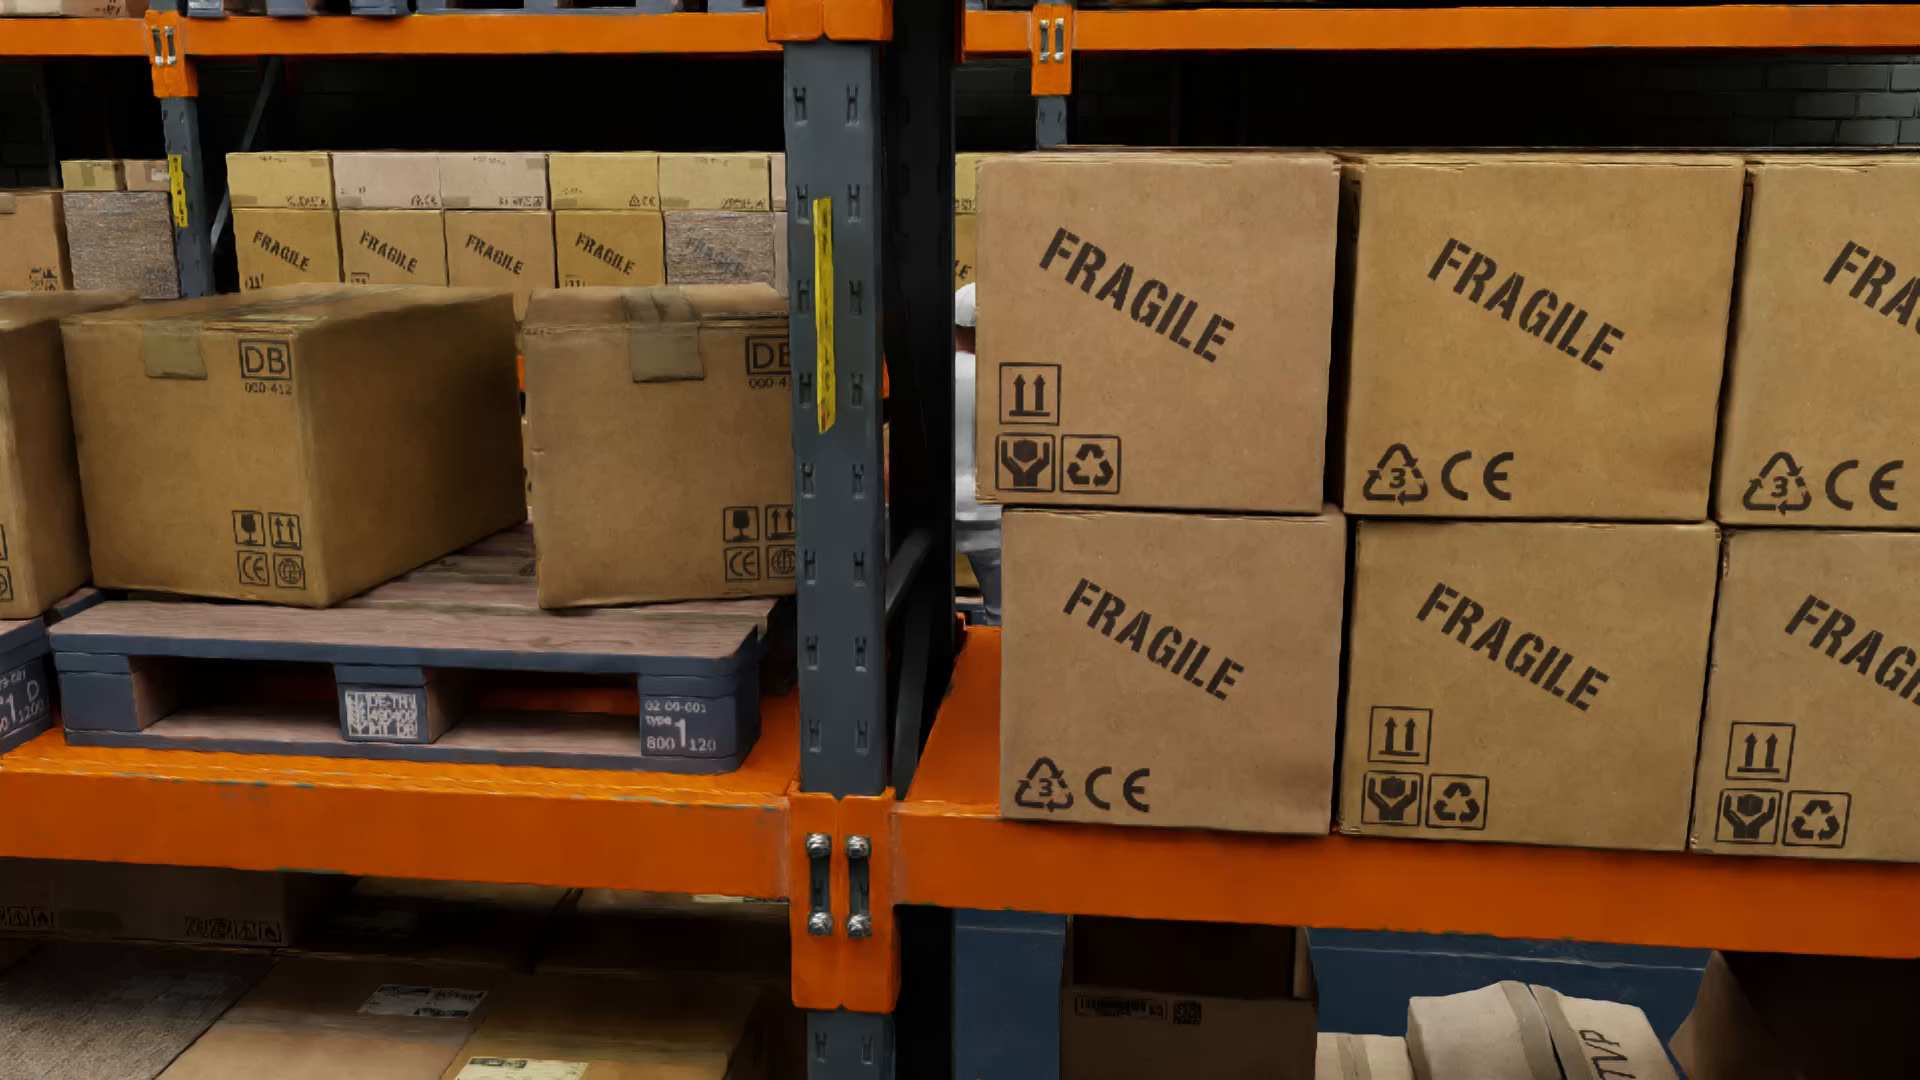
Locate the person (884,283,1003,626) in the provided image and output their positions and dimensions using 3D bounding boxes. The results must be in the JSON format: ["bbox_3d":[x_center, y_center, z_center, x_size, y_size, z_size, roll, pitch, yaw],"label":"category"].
[{"bbox_3d":[-0.042,-0.078,6.267,0.650,1.780,0.569,5,15,19],"label":"person"}]
